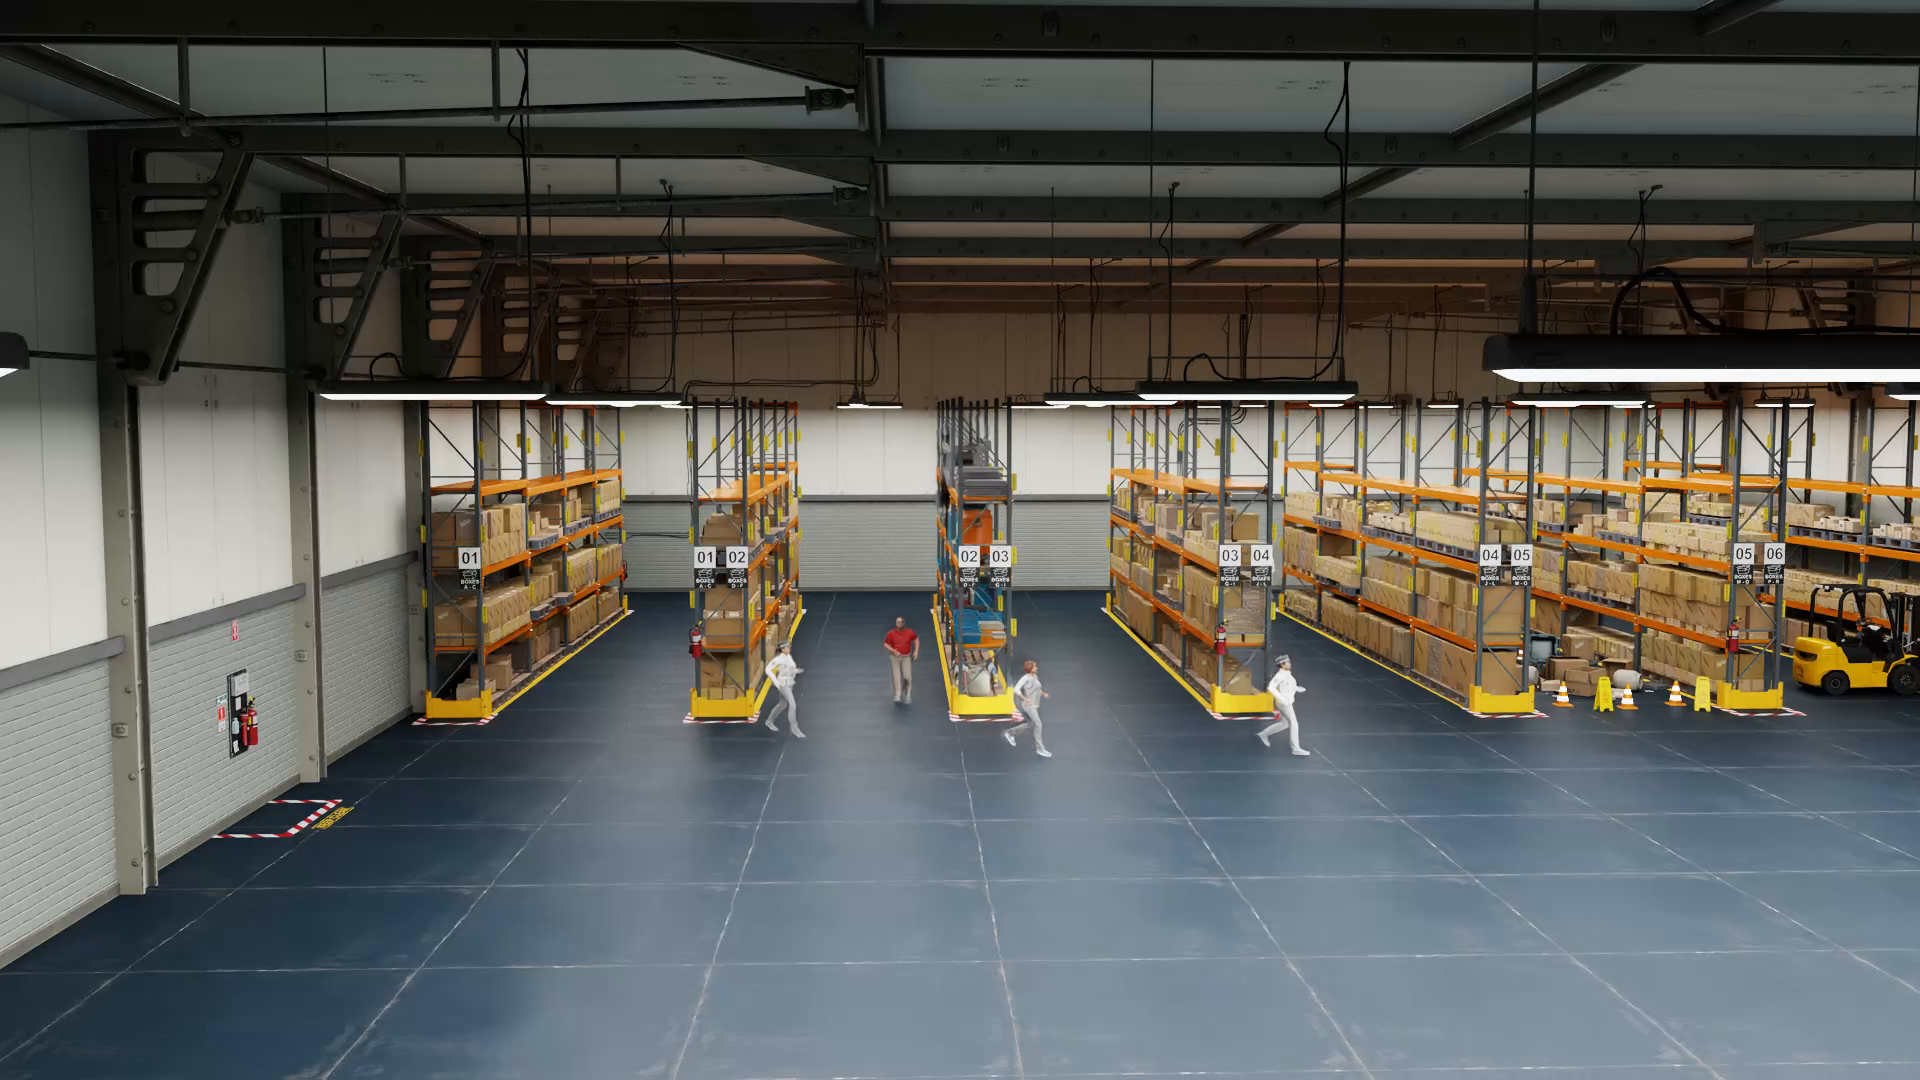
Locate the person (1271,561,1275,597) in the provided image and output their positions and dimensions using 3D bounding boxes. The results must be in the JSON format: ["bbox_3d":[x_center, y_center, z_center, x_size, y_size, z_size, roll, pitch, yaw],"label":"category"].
[{"bbox_3d":[8.918,1.118,48.750,0.563,1.704,0.754,-1,5,-15],"label":"person"}]

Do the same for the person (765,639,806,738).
[{"bbox_3d":[-3.089,2.599,29.302,0.857,1.725,0.593,2,5,19],"label":"person"}]

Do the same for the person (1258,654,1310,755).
[{"bbox_3d":[5.404,2.728,27.768,0.896,1.670,0.622,2,5,24],"label":"person"}]

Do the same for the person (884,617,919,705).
[{"bbox_3d":[-1.136,2.379,32.457,0.693,1.760,0.702,0,4,-6],"label":"person"}]

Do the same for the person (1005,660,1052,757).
[{"bbox_3d":[1.136,2.793,27.706,0.847,1.599,0.542,2,5,20],"label":"person"}]
